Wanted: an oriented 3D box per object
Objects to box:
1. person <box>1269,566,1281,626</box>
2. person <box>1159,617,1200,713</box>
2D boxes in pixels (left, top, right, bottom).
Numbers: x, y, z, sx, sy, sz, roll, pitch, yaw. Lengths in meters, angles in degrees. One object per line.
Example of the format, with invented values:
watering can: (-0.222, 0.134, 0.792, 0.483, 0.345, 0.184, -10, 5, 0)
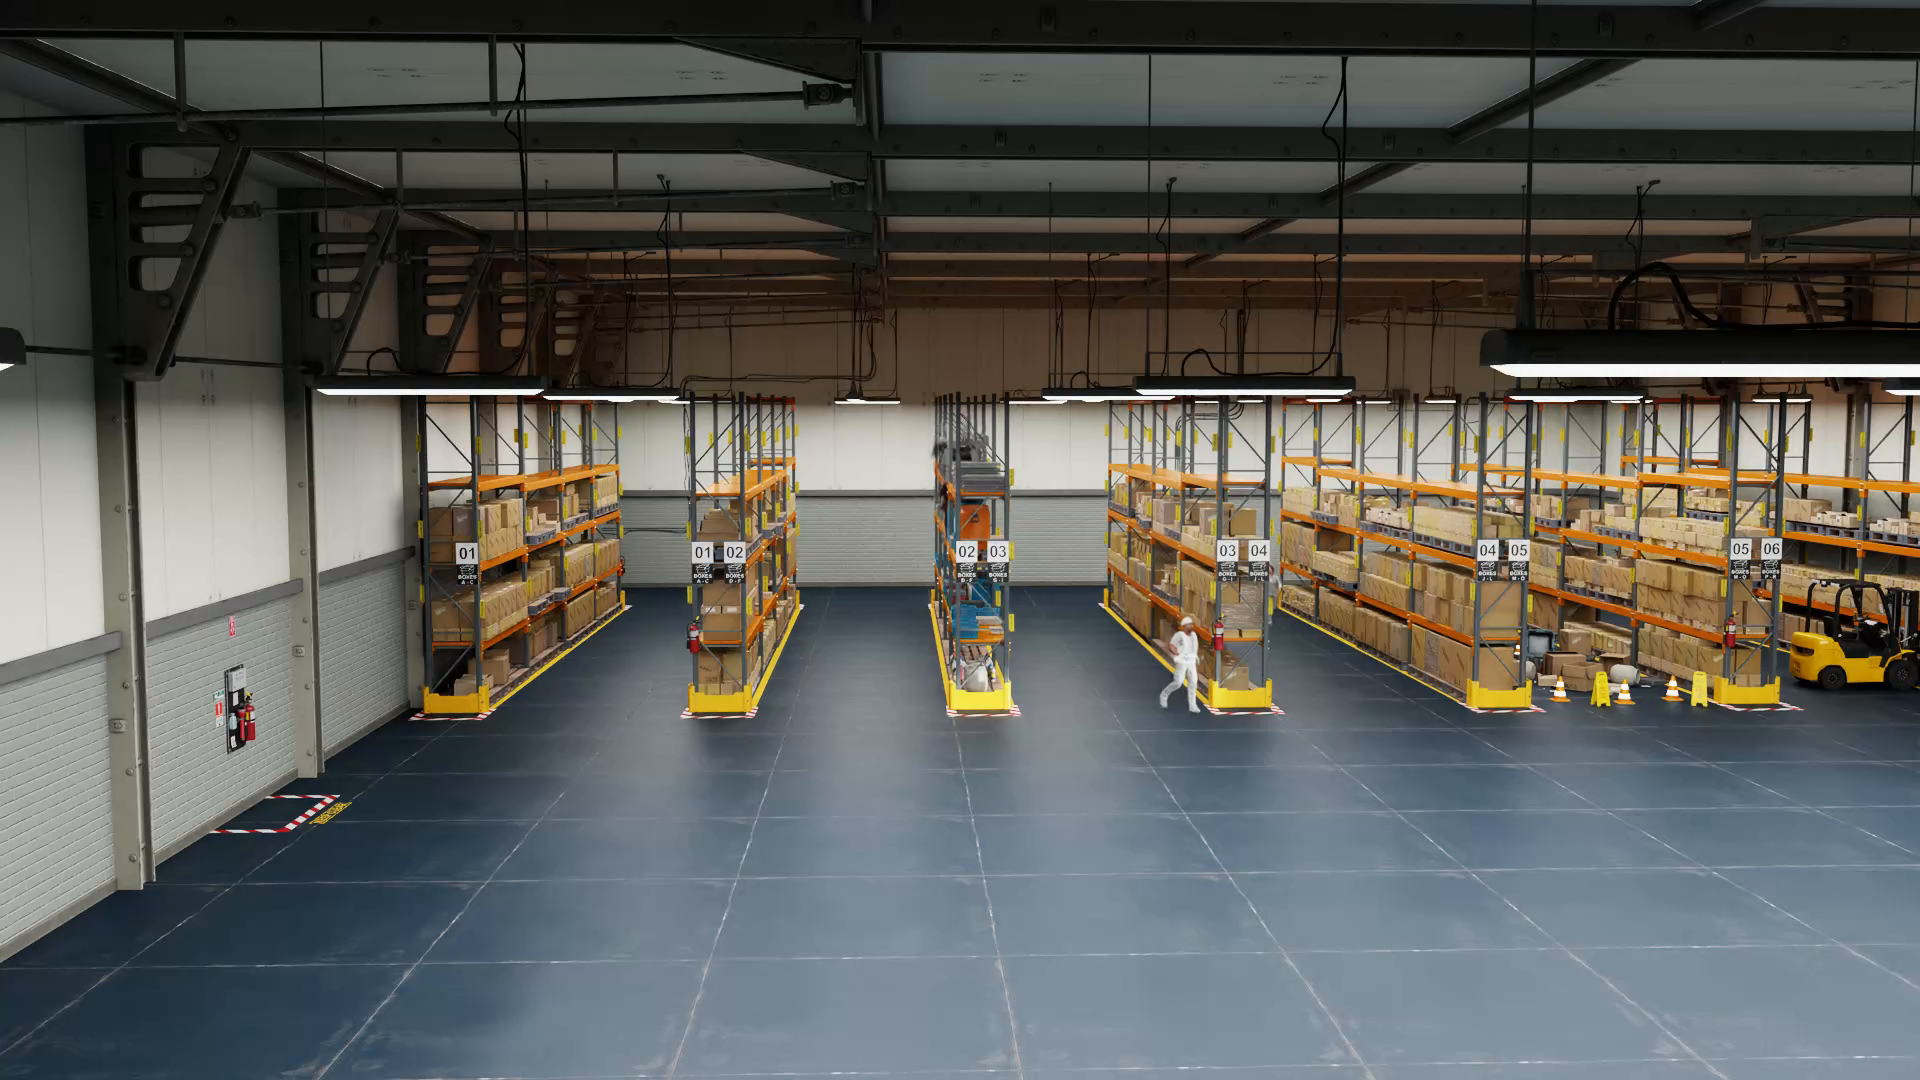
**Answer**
person: (8.165, 1.456, 43.684, 0.536, 1.570, 0.515, 0, 5, 3)
person: (4.264, 2.325, 31.311, 0.753, 1.754, 0.980, -4, 6, -40)
